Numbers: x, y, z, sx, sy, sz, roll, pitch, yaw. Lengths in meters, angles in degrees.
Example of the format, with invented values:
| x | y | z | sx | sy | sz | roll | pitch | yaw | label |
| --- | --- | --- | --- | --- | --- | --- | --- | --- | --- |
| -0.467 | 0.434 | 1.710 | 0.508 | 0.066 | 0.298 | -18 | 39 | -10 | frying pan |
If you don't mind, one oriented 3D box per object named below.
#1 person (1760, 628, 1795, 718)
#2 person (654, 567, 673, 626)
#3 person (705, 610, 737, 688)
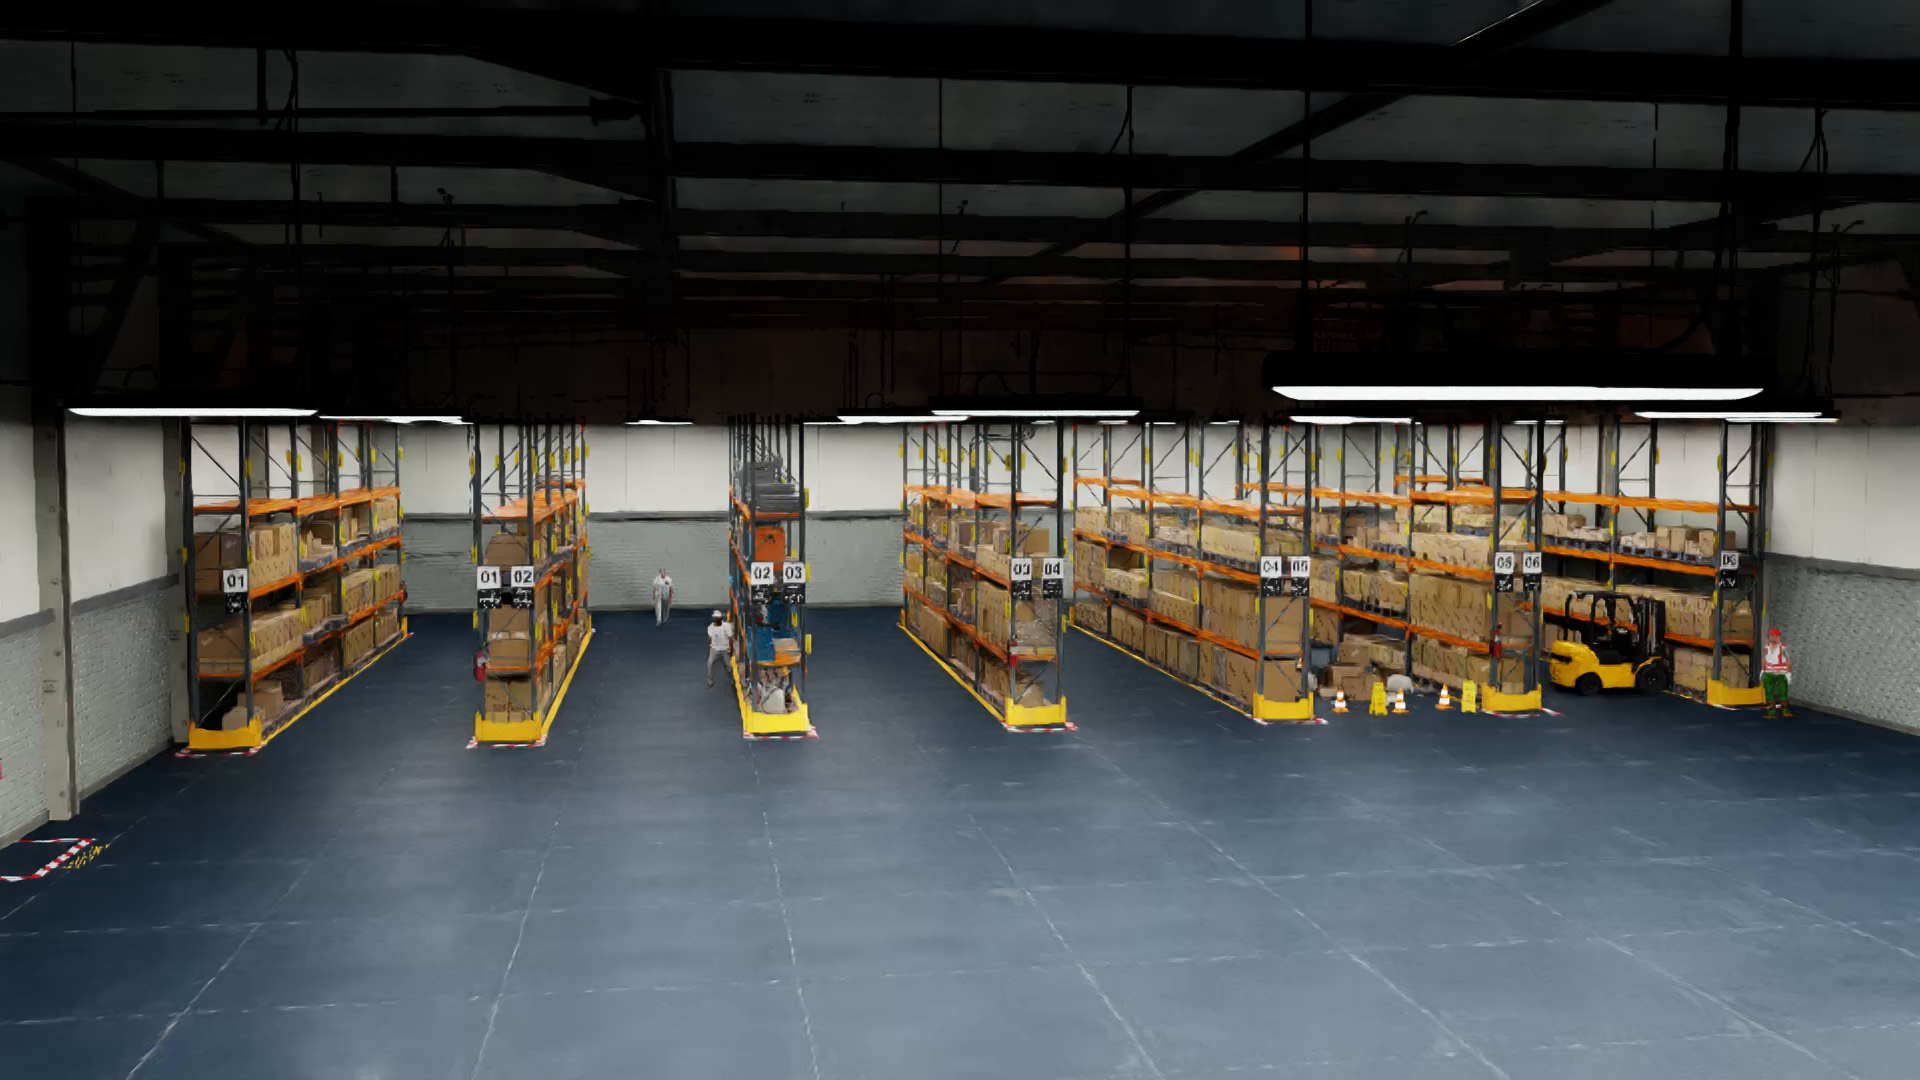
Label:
| x | y | z | sx | sy | sz | roll | pitch | yaw | label |
| --- | --- | --- | --- | --- | --- | --- | --- | --- | --- |
| 16.084 | 2.617 | 32.730 | 0.542 | 1.781 | 0.642 | -3 | 5 | -38 | person |
| -8.546 | 1.613 | 47.900 | 0.540 | 1.676 | 1.120 | -1 | 4 | -11 | person |
| -5.281 | 2.382 | 36.677 | 0.616 | 1.712 | 0.970 | 1 | 4 | 11 | person |
